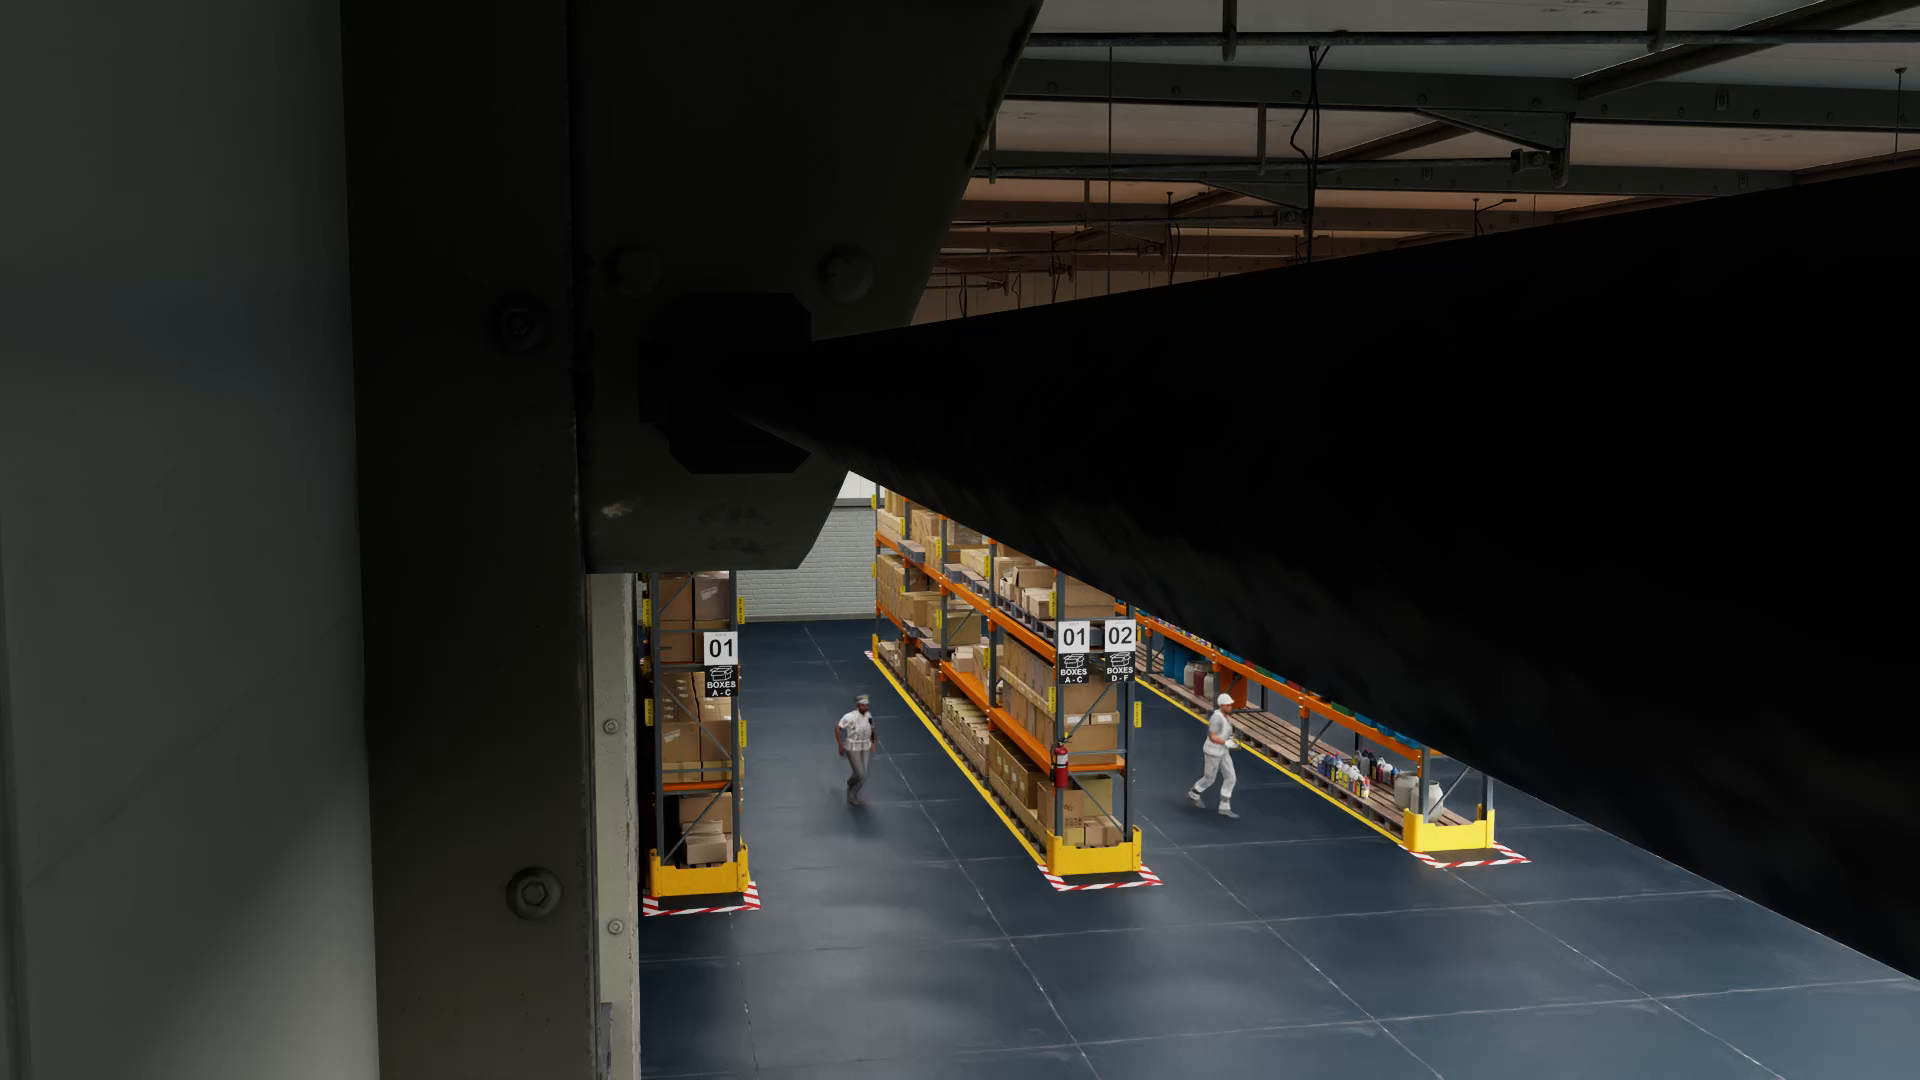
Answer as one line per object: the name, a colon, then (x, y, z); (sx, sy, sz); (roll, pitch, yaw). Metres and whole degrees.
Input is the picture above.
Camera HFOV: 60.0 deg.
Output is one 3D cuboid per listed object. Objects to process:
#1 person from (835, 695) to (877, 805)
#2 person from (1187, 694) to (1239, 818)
person: (-1.496, 3.048, 24.153); (0.647, 1.646, 0.515); (-4, 7, -33)
person: (3.560, 3.031, 23.576); (0.855, 1.765, 0.625); (4, 7, 37)
